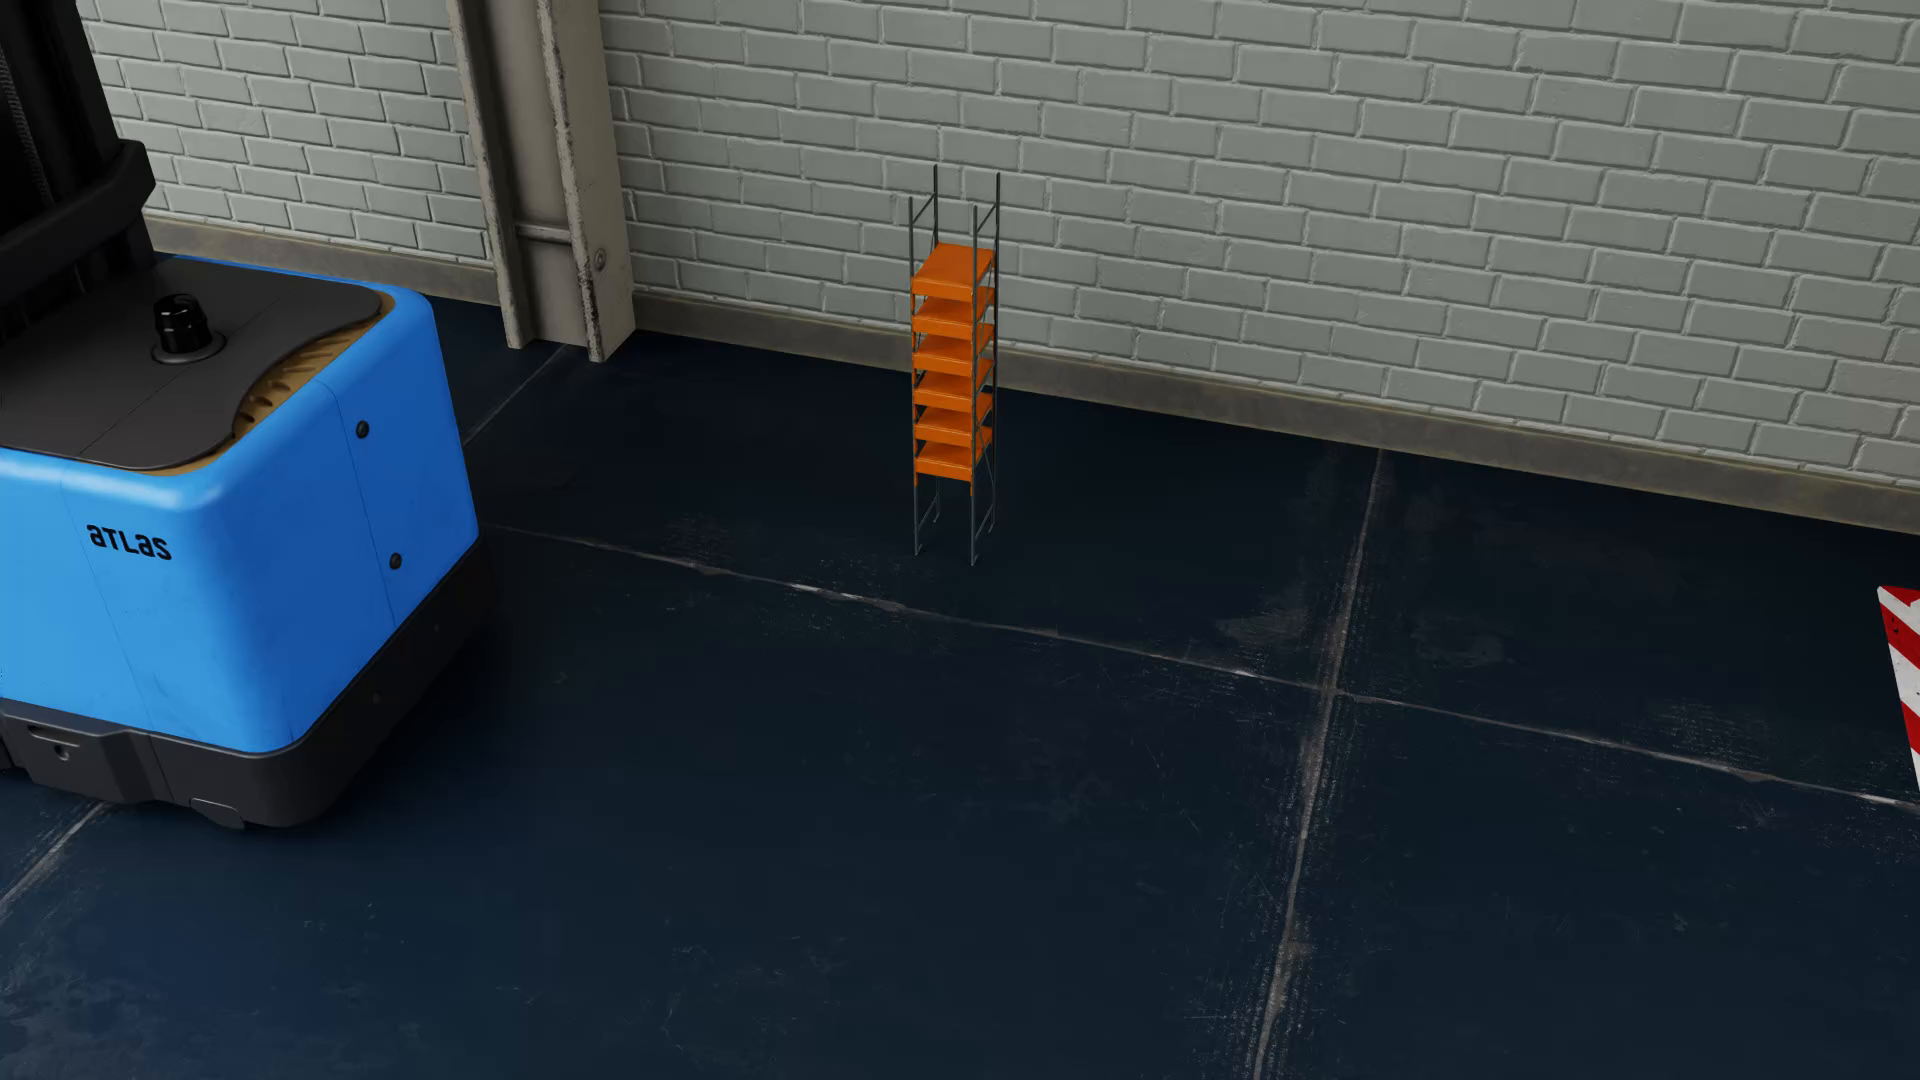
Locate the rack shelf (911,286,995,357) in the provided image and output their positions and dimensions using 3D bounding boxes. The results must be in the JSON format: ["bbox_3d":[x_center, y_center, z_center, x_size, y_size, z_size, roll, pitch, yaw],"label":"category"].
[{"bbox_3d":[-0.014,-0.643,4.782,0.180,0.103,0.258,10,38,14],"label":"rack shelf"}]

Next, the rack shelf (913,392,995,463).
[{"bbox_3d":[-0.014,-0.353,4.995,0.180,0.103,0.258,10,38,14],"label":"rack shelf"}]

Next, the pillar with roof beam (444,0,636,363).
[{"bbox_3d":[-2.746,-1.965,0.328,0.400,9.000,9.100,10,38,14],"label":"pillar with roof beam"}]

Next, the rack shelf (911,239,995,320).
[{"bbox_3d":[-0.014,-0.740,4.711,0.180,0.103,0.258,10,38,14],"label":"rack shelf"}]

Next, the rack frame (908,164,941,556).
[{"bbox_3d":[-0.101,-0.502,4.920,0.006,1.200,0.240,10,38,14],"label":"rack frame"}]

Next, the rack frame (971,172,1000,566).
[{"bbox_3d":[0.074,-0.470,4.876,0.006,1.200,0.240,10,38,14],"label":"rack frame"}]

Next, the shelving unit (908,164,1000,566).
[{"bbox_3d":[-0.014,-0.486,4.898,0.189,1.200,0.258,10,38,14],"label":"shelving unit"}]

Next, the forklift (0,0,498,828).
[{"bbox_3d":[-2.935,-0.936,4.049,3.031,2.935,1.130,9,37,13],"label":"forklift"}]

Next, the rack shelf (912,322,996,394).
[{"bbox_3d":[-0.014,-0.547,4.853,0.180,0.103,0.258,10,38,14],"label":"rack shelf"}]

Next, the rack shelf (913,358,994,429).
[{"bbox_3d":[-0.014,-0.450,4.924,0.180,0.103,0.258,10,38,14],"label":"rack shelf"}]

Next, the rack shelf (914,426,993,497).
[{"bbox_3d":[-0.014,-0.257,5.066,0.180,0.103,0.258,10,38,14],"label":"rack shelf"}]
